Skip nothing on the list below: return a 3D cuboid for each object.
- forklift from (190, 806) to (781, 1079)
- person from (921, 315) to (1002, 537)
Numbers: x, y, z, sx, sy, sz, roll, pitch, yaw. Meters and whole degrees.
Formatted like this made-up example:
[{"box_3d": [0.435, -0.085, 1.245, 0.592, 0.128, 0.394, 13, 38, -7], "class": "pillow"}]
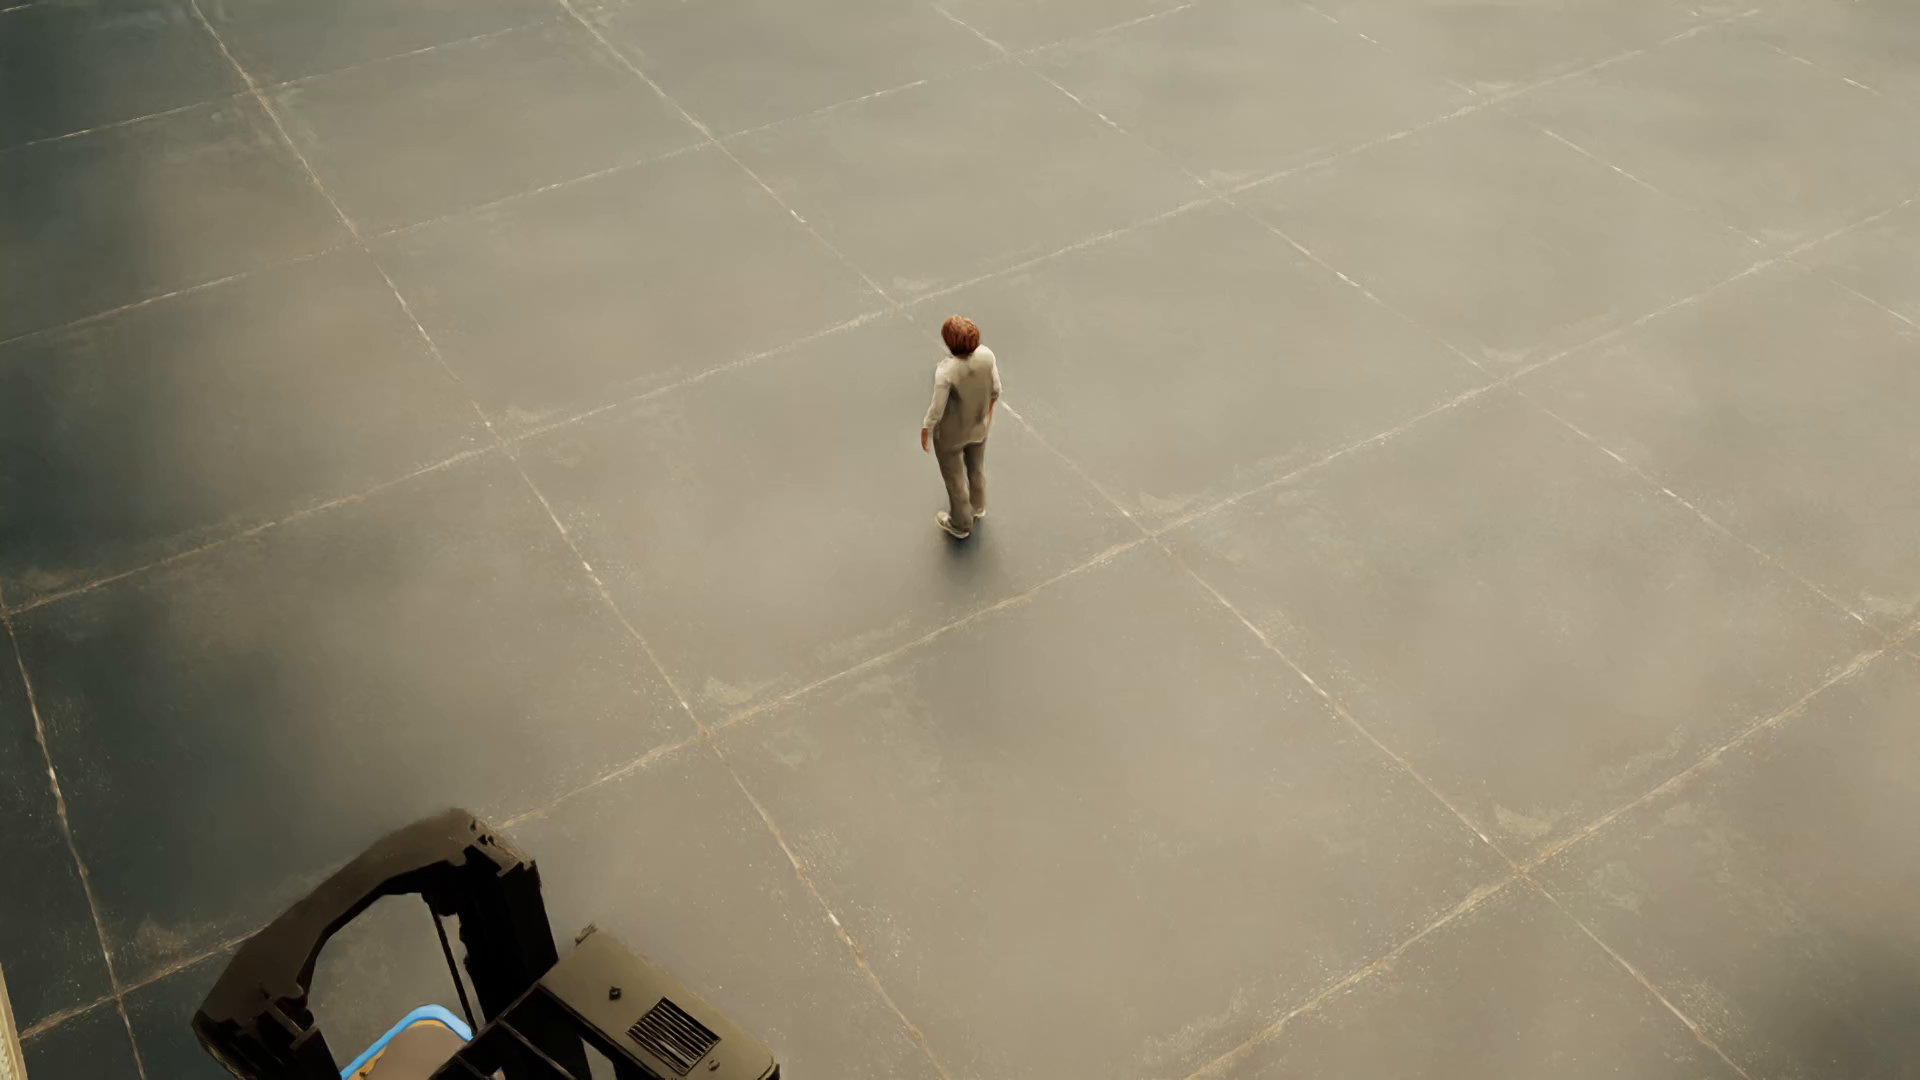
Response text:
[{"box_3d": [-1.184, 2.322, 5.214, 3.031, 2.935, 1.130, 27, 48, 27], "class": "forklift"}, {"box_3d": [-0.028, -0.682, 9.594, 0.521, 1.596, 0.476, -23, 46, -24], "class": "person"}]
